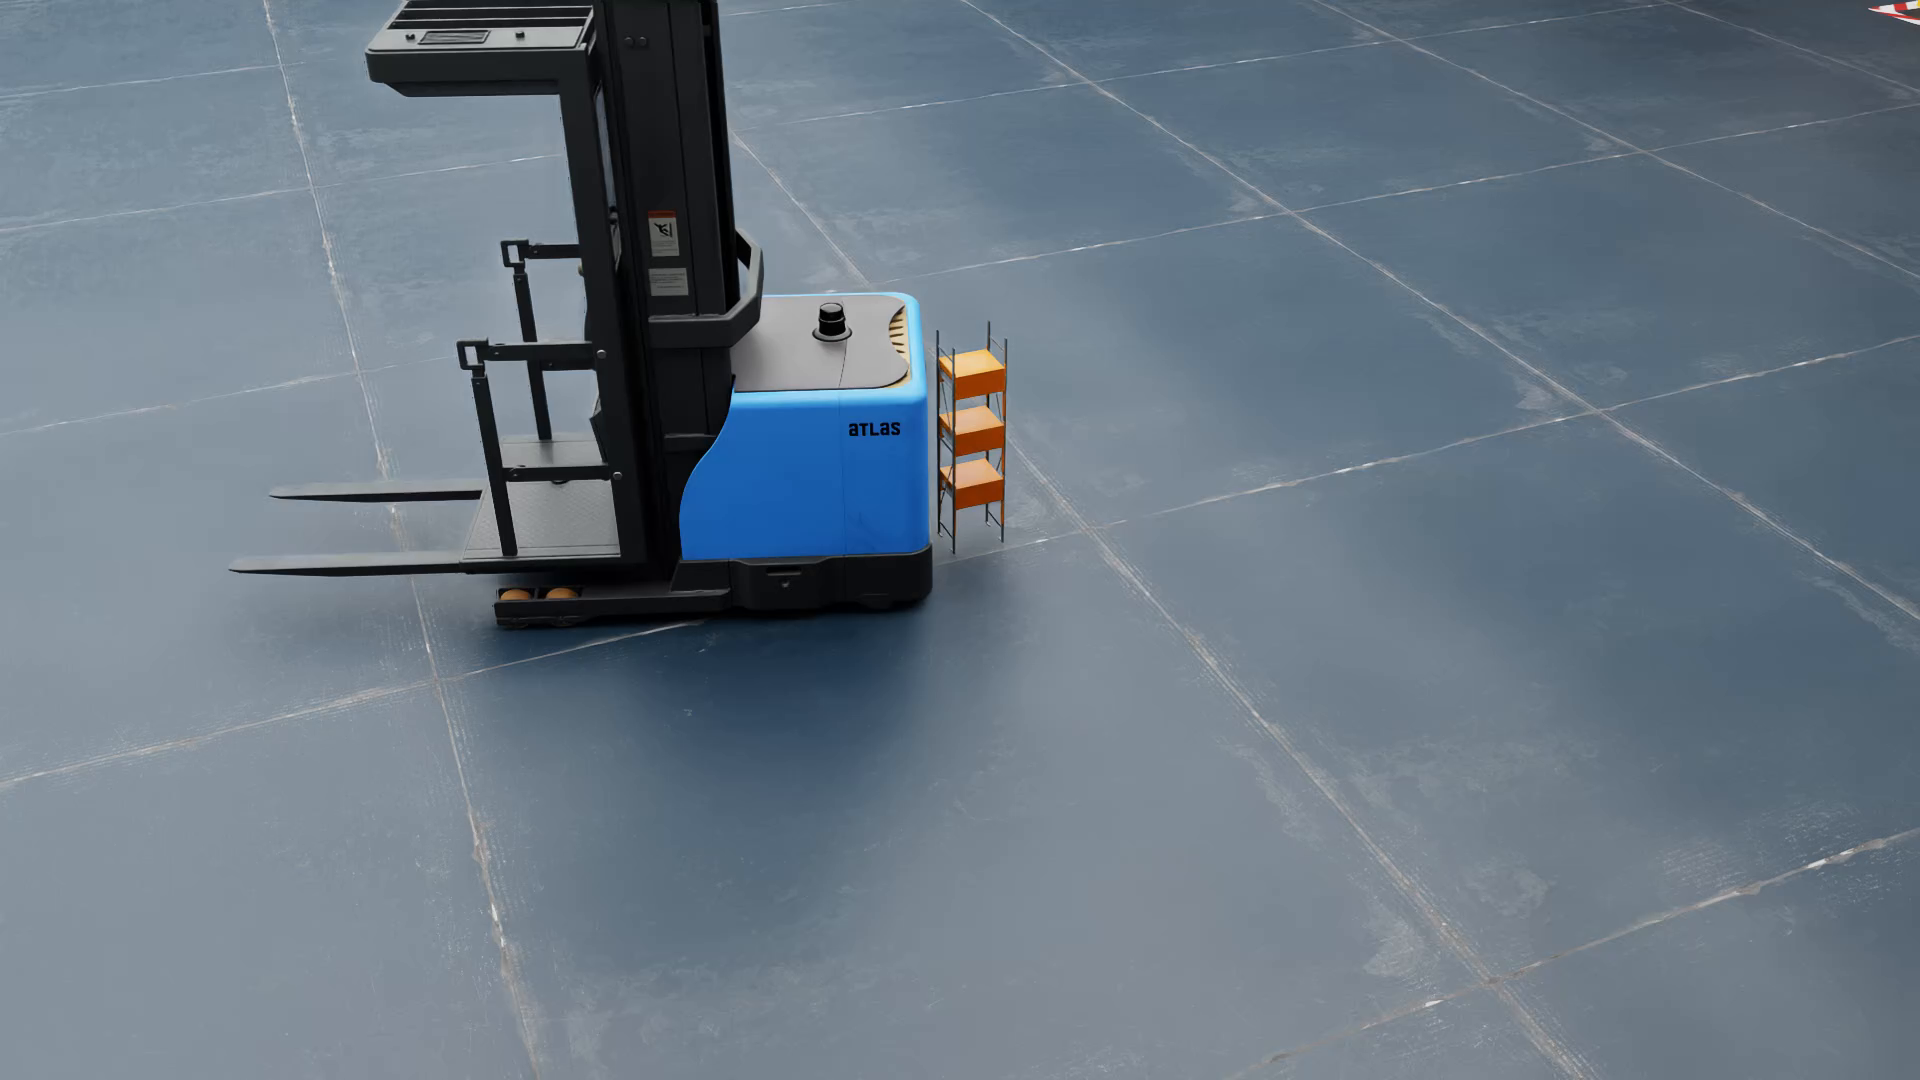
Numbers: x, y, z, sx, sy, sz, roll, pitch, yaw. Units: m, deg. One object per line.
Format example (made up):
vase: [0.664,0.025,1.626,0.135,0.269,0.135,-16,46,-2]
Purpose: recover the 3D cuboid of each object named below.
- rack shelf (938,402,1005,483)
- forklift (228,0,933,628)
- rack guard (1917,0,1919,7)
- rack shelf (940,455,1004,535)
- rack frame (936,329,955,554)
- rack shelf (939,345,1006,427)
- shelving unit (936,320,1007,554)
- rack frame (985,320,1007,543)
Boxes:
rack shelf: [0.049,-0.442,7.487,0.240,0.259,0.215,-13,35,-19]
forklift: [-1.657,-1.146,6.824,3.031,2.935,1.130,-2,33,-3]
rack guard: [9.172,-4.882,14.795,0.348,0.500,1.175,-13,35,-19]
rack shelf: [0.049,-0.210,7.638,0.240,0.259,0.215,-13,35,-19]
rack frame: [-0.063,-0.426,7.441,0.008,1.050,0.200,-13,35,-19]
rack shelf: [0.049,-0.680,7.332,0.240,0.259,0.215,-13,35,-19]
shelving unit: [0.049,-0.451,7.481,0.252,1.050,0.215,-13,35,-19]
rack frame: [0.162,-0.477,7.521,0.008,1.050,0.200,-13,35,-19]
